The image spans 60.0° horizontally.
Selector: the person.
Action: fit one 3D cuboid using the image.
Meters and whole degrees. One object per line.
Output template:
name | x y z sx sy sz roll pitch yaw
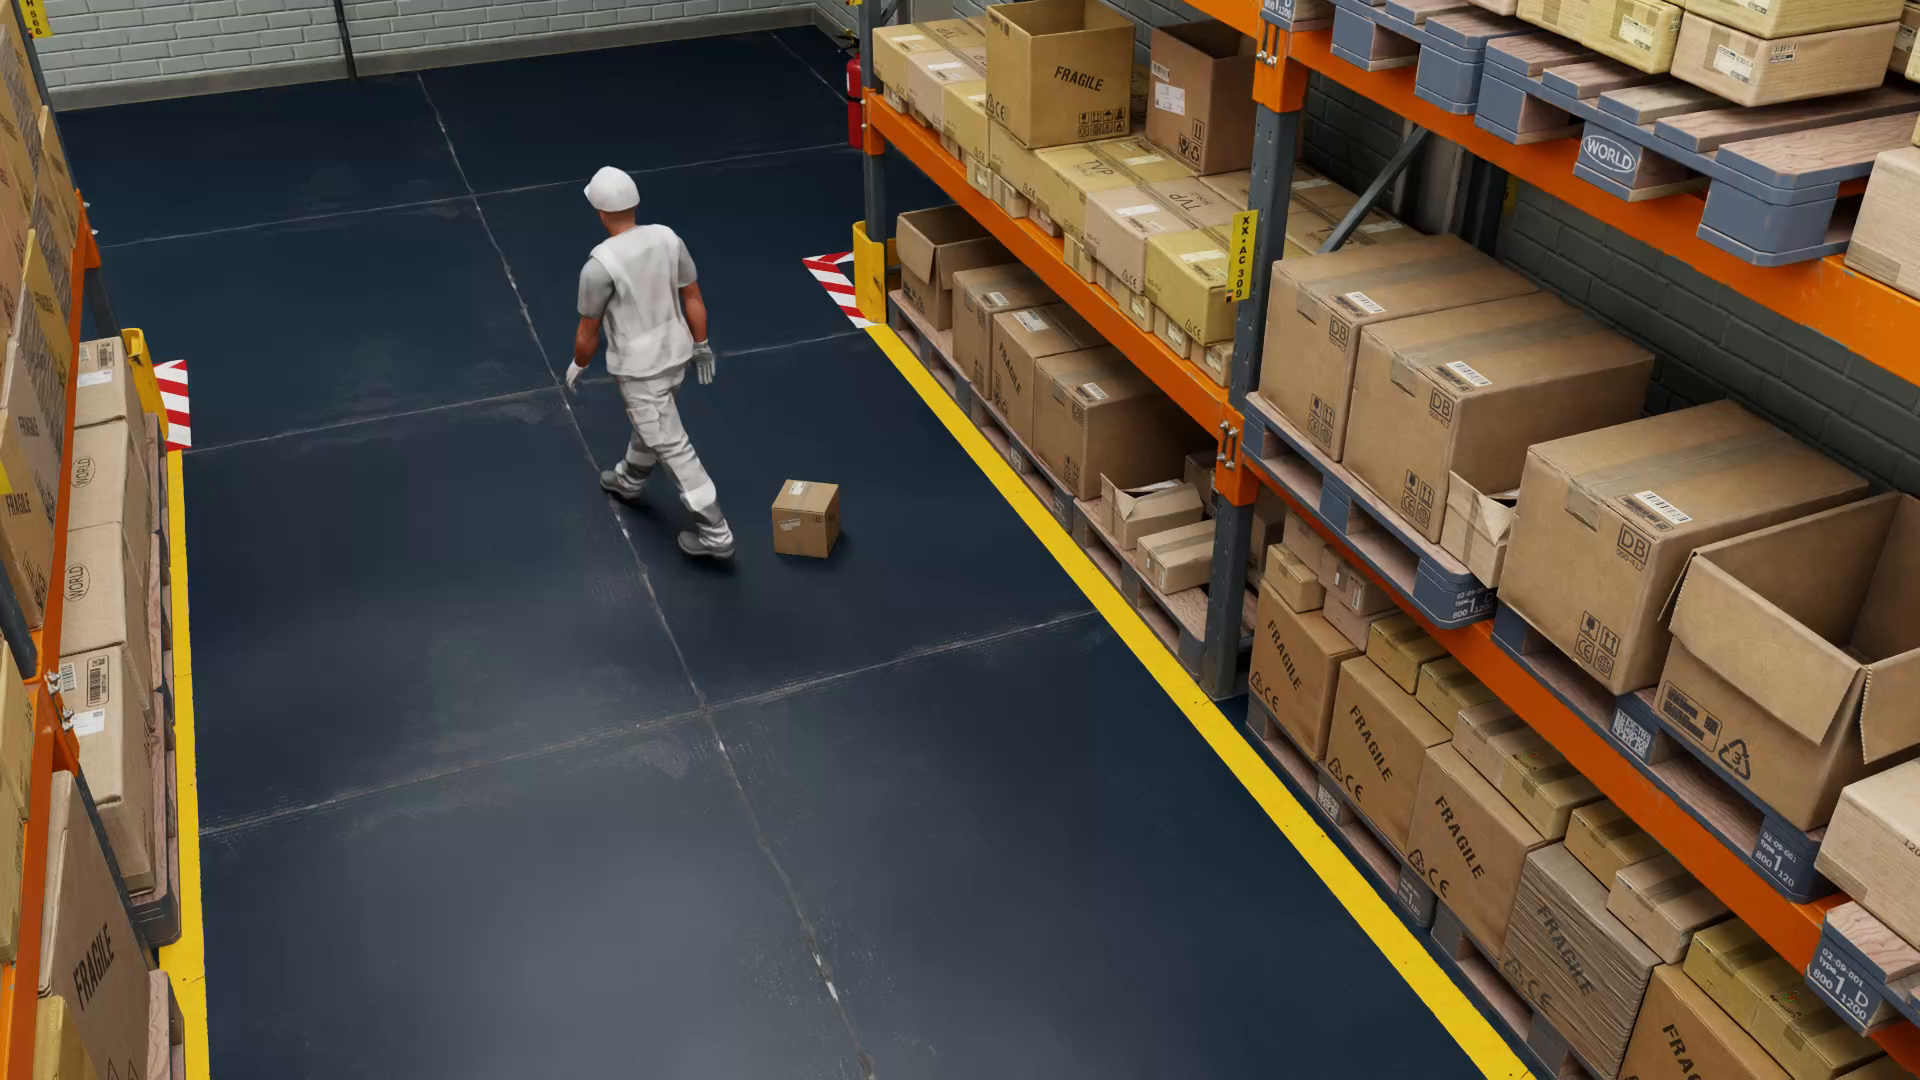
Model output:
person | -1.459 -0.821 7.361 1.117 1.717 0.549 21 39 29
